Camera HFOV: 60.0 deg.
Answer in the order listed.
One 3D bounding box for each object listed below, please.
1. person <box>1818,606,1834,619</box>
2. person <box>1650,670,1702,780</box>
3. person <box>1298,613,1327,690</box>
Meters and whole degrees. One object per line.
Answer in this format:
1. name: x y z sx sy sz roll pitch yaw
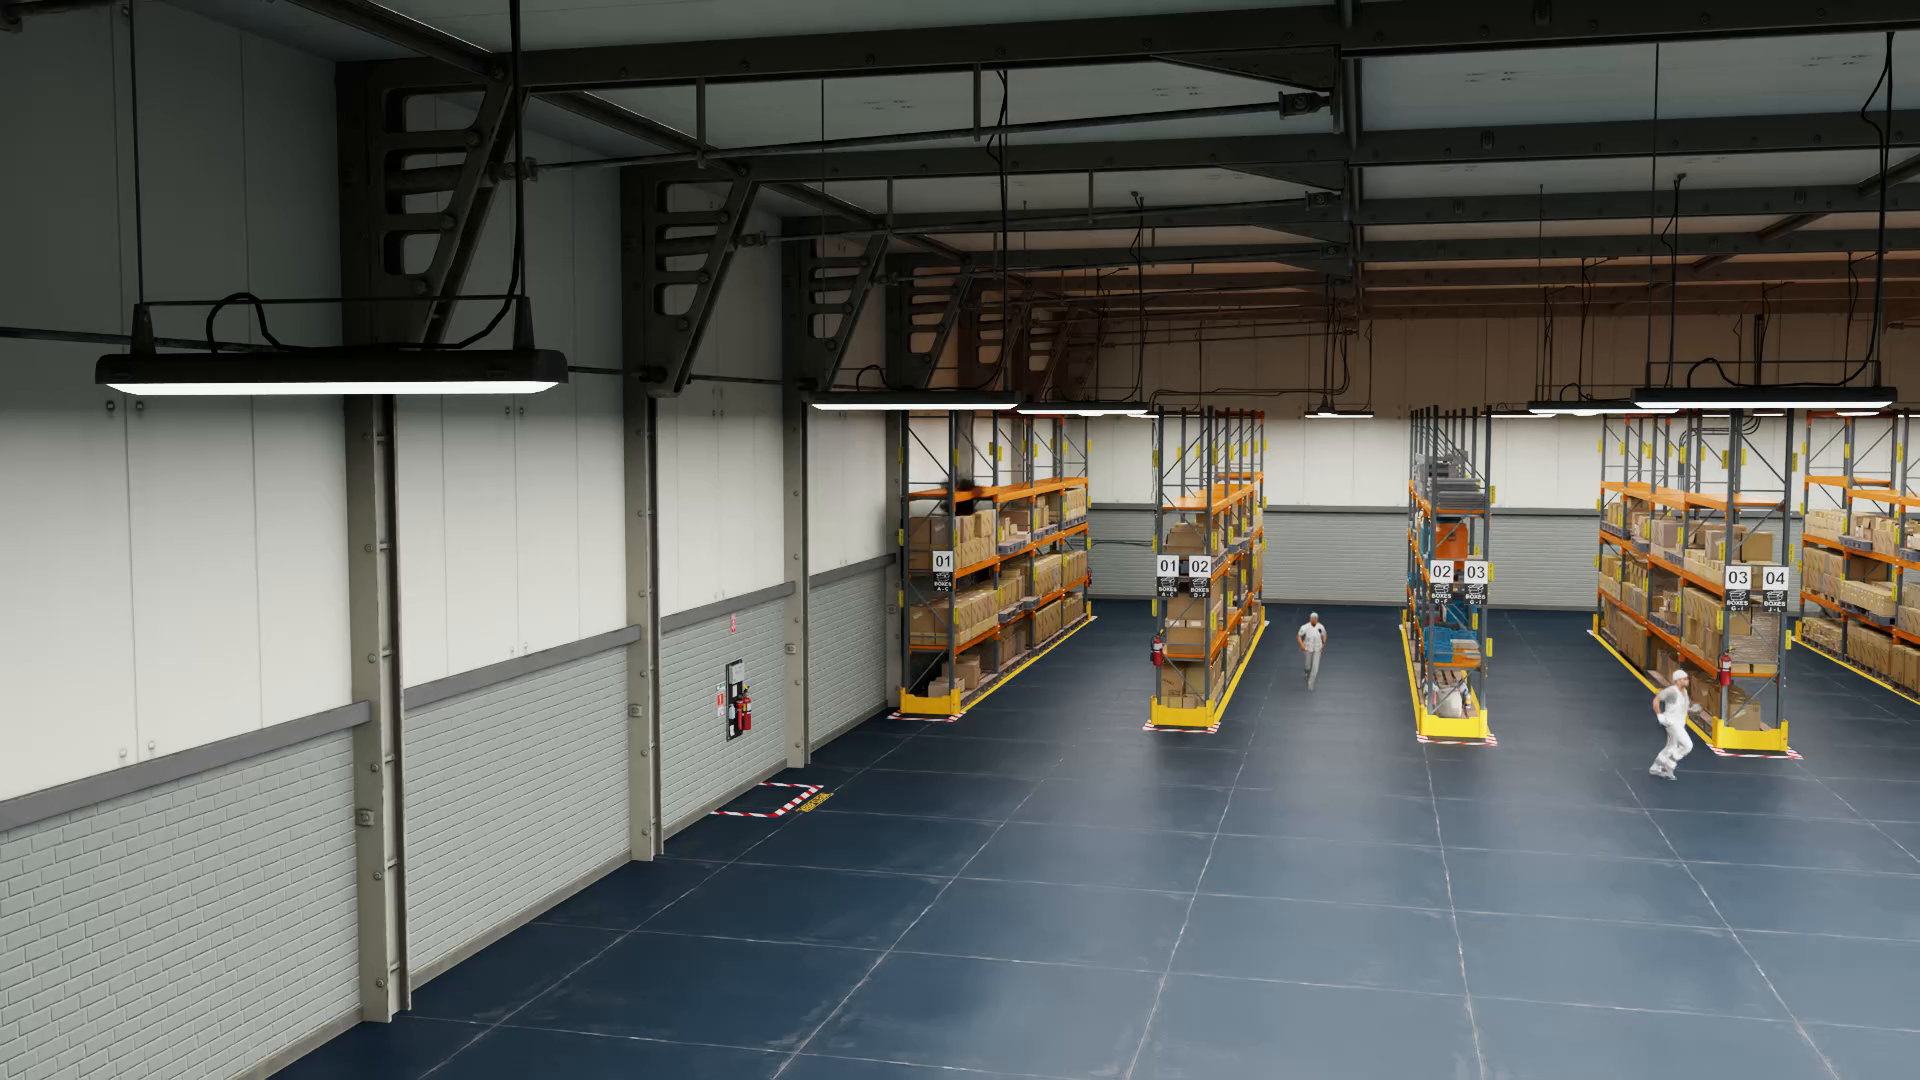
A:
1. person: 23.069 1.704 44.132 0.673 1.789 0.689 3 5 38
2. person: 11.376 2.938 26.433 0.735 1.750 0.647 4 6 44
3. person: 7.548 2.369 35.633 0.627 1.640 0.645 0 4 1
